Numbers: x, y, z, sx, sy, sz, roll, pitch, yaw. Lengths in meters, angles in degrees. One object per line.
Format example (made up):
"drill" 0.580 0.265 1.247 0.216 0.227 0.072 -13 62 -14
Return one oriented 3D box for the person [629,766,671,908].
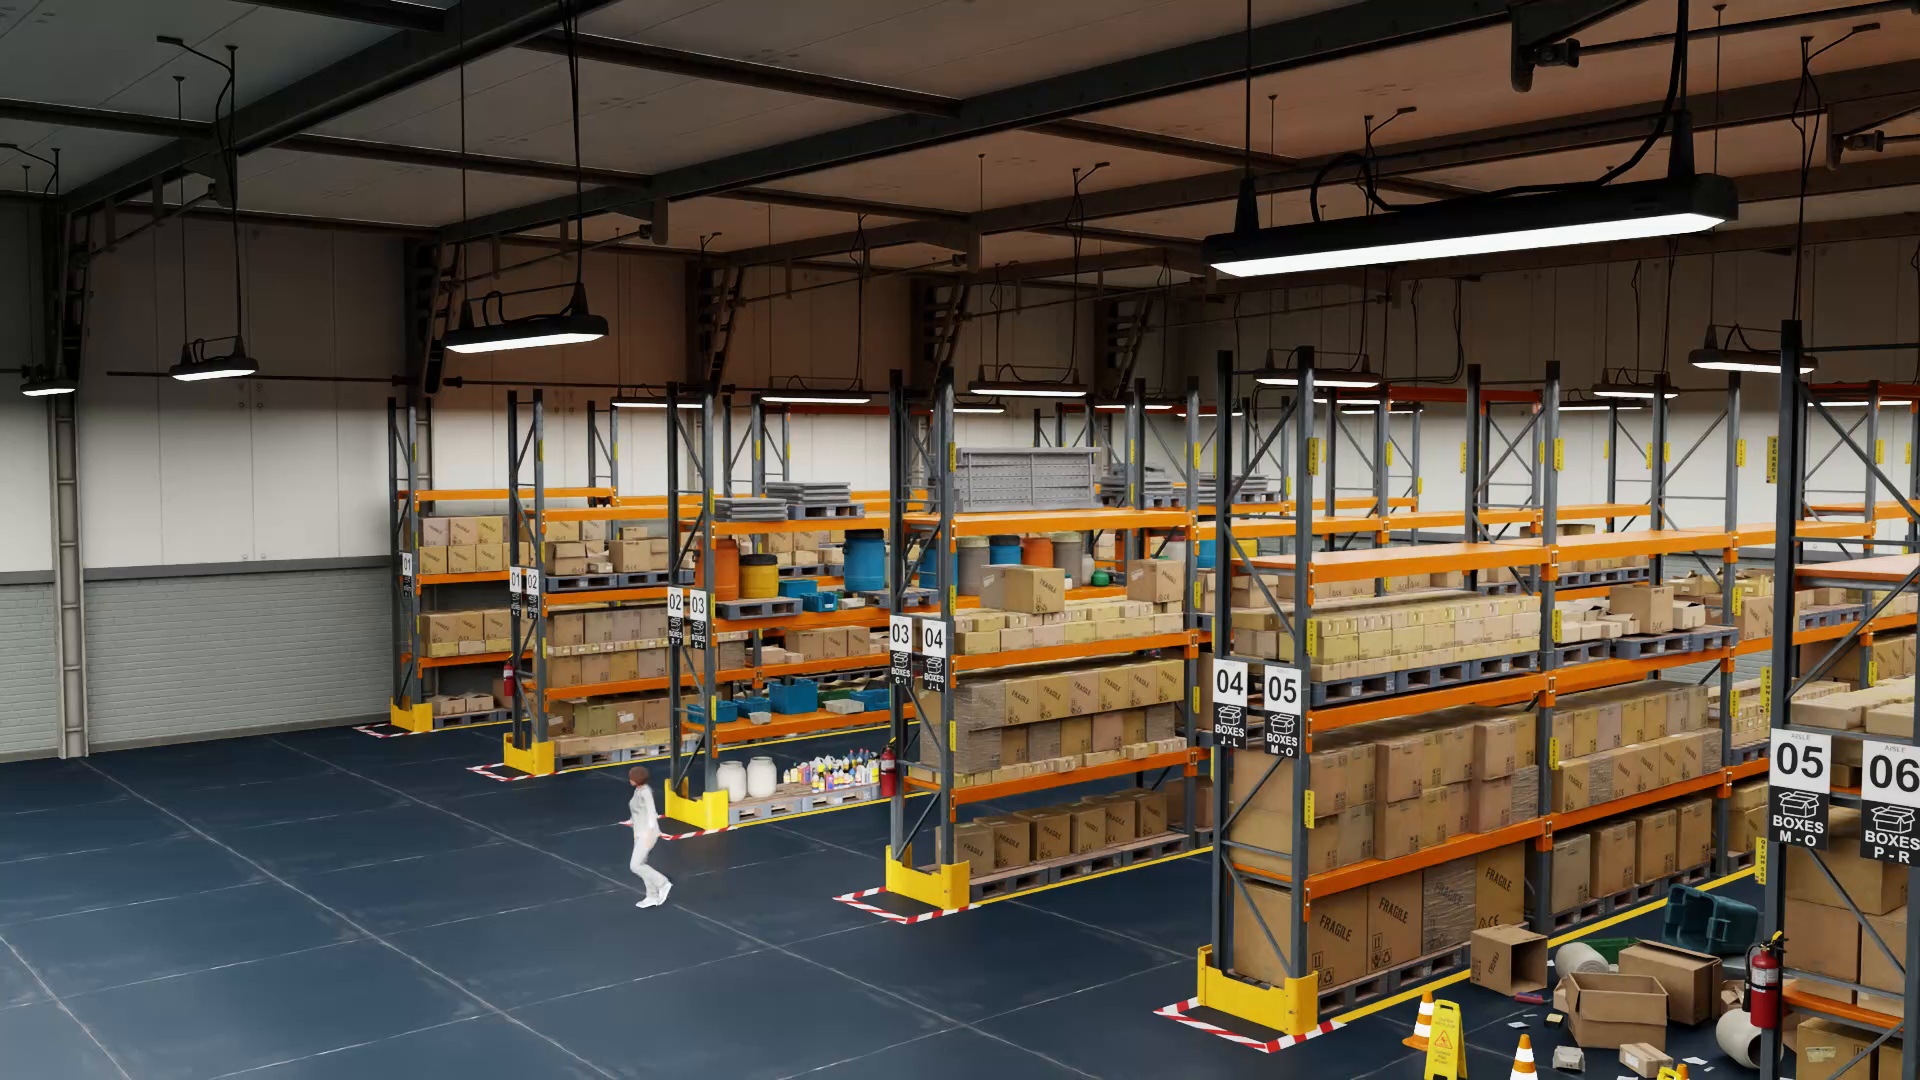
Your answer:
"person" -3.466 3.356 18.548 0.455 1.466 0.489 -1 4 -18
